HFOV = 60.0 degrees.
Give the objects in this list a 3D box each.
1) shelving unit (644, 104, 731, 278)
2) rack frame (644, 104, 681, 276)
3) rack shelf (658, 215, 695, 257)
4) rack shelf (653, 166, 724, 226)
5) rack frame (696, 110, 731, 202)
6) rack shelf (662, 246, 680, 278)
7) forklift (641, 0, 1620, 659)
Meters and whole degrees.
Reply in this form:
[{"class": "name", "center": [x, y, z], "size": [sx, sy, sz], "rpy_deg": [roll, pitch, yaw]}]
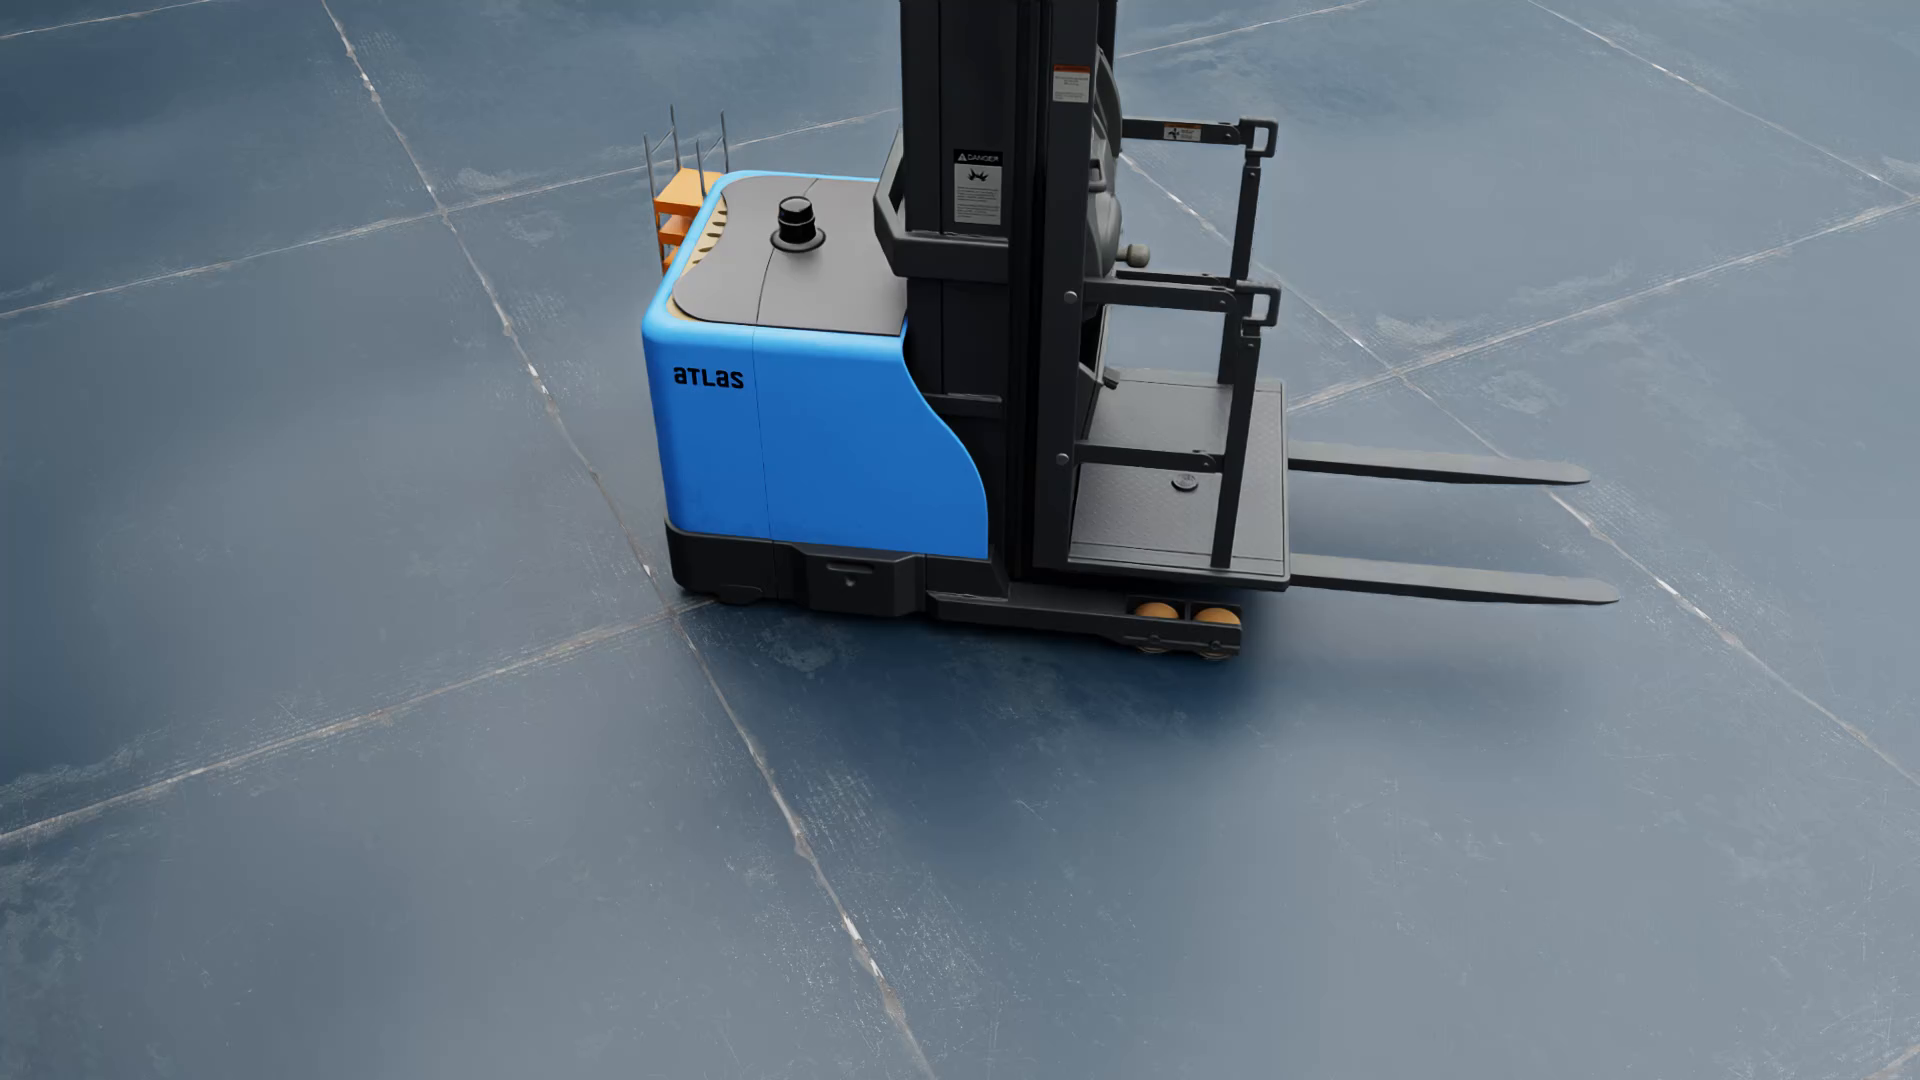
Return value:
[{"class": "shelving unit", "center": [-0.915, -0.932, 5.922], "size": [0.189, 1.200, 0.258], "rpy_deg": [10, 41, 12]}, {"class": "rack frame", "center": [-1.004, -0.948, 5.941], "size": [0.006, 1.200, 0.240], "rpy_deg": [10, 41, 12]}, {"class": "rack shelf", "center": [-0.916, -1.082, 5.796], "size": [0.180, 0.103, 0.258], "rpy_deg": [10, 41, 12]}, {"class": "rack shelf", "center": [-0.916, -1.173, 5.719], "size": [0.180, 0.103, 0.258], "rpy_deg": [10, 41, 12]}, {"class": "rack frame", "center": [-0.827, -0.917, 5.904], "size": [0.006, 1.200, 0.240], "rpy_deg": [10, 41, 12]}, {"class": "rack shelf", "center": [-0.916, -0.990, 5.874], "size": [0.180, 0.103, 0.258], "rpy_deg": [10, 41, 12]}, {"class": "forklift", "center": [0.604, -1.107, 4.790], "size": [3.031, 2.935, 1.130], "rpy_deg": [5, 41, 6]}]
